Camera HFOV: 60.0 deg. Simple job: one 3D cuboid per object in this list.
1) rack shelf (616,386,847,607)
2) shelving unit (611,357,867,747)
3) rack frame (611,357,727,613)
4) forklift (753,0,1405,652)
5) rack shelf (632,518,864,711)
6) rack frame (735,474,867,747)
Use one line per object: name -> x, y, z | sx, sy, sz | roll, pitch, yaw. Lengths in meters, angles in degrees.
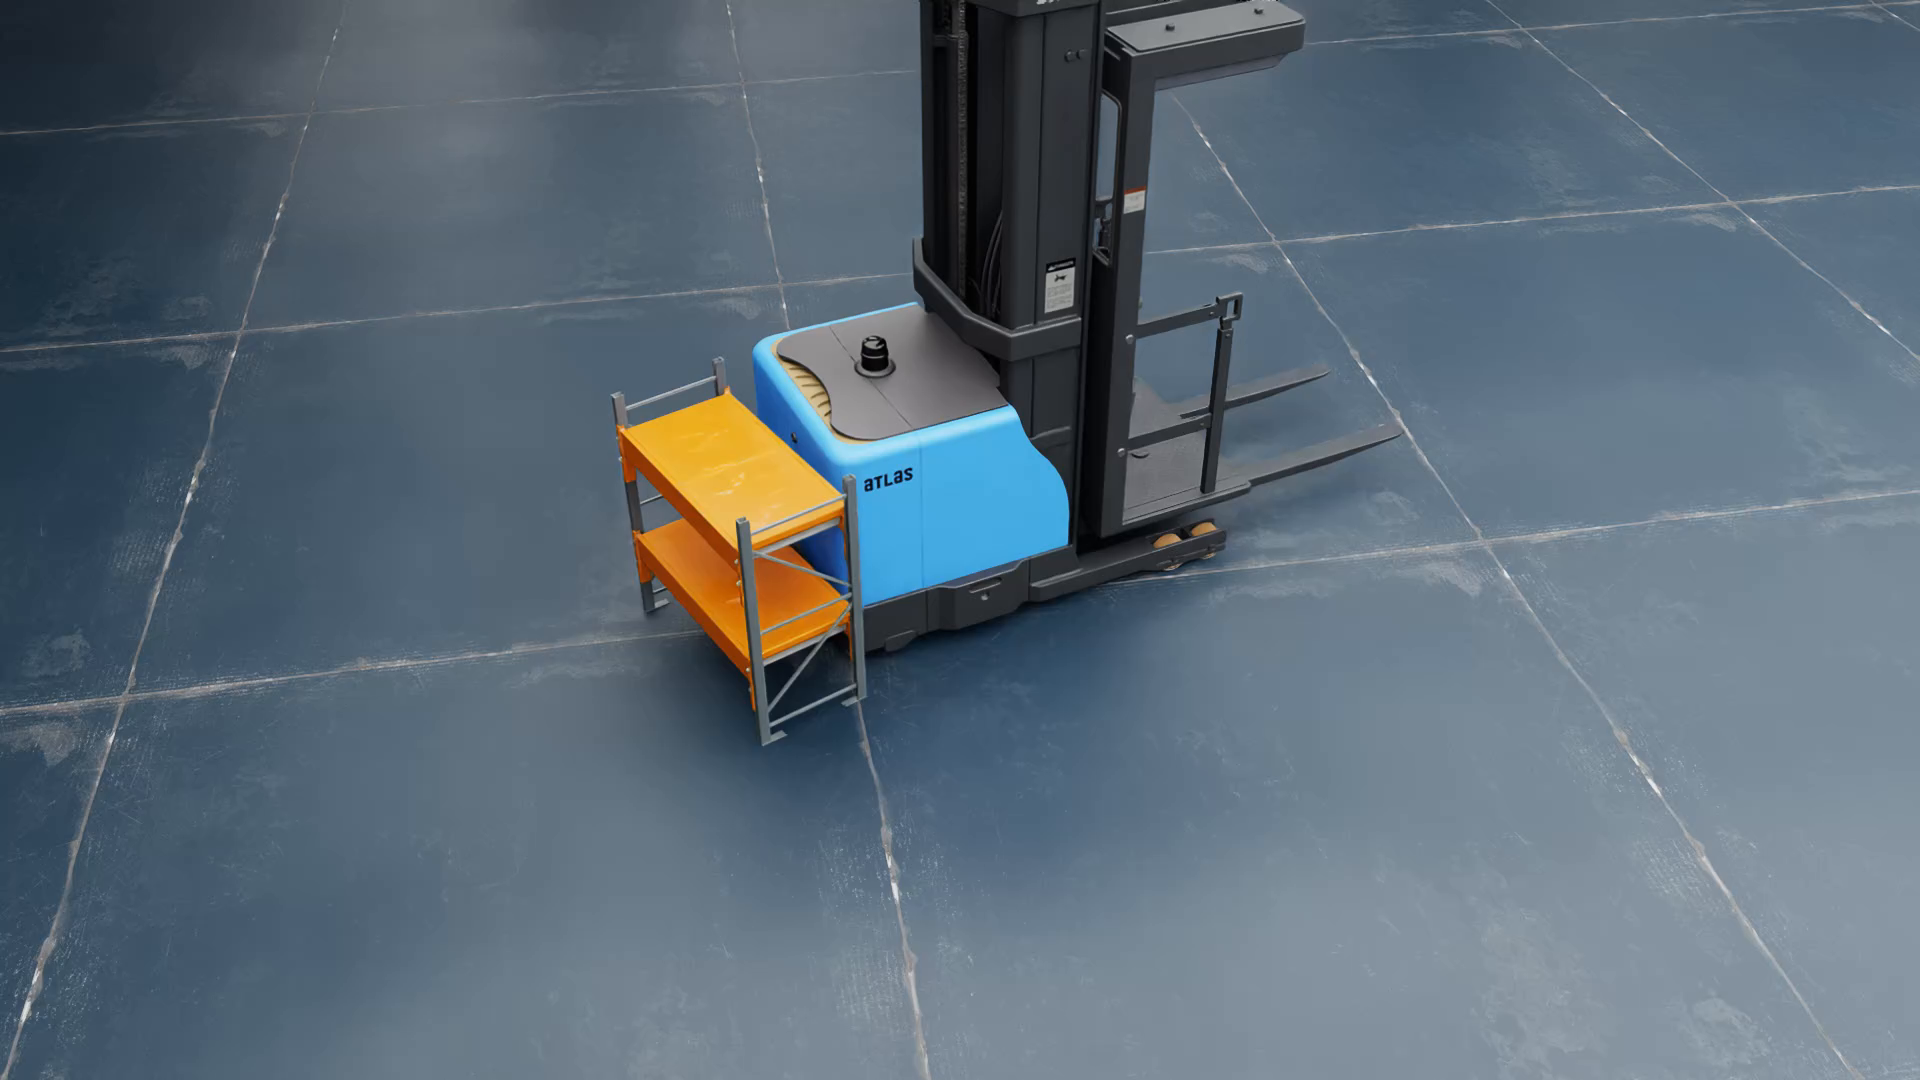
rack shelf -> -0.894, -0.196, 6.607 | 0.538, 0.278, 1.000 | -23, 44, -27
shelving unit -> -0.894, 0.036, 6.787 | 0.538, 1.125, 1.048 | -23, 44, -27
rack frame -> -1.187, -0.219, 7.115 | 0.500, 1.125, 0.032 | -23, 44, -27
forklift -> 0.656, -1.294, 7.027 | 3.031, 2.935, 1.130 | -16, 41, -20
rack shelf -> -0.894, 0.229, 6.937 | 0.538, 0.278, 1.000 | -23, 44, -27
rack frame -> -0.600, 0.290, 6.459 | 0.500, 1.125, 0.032 | -23, 44, -27
